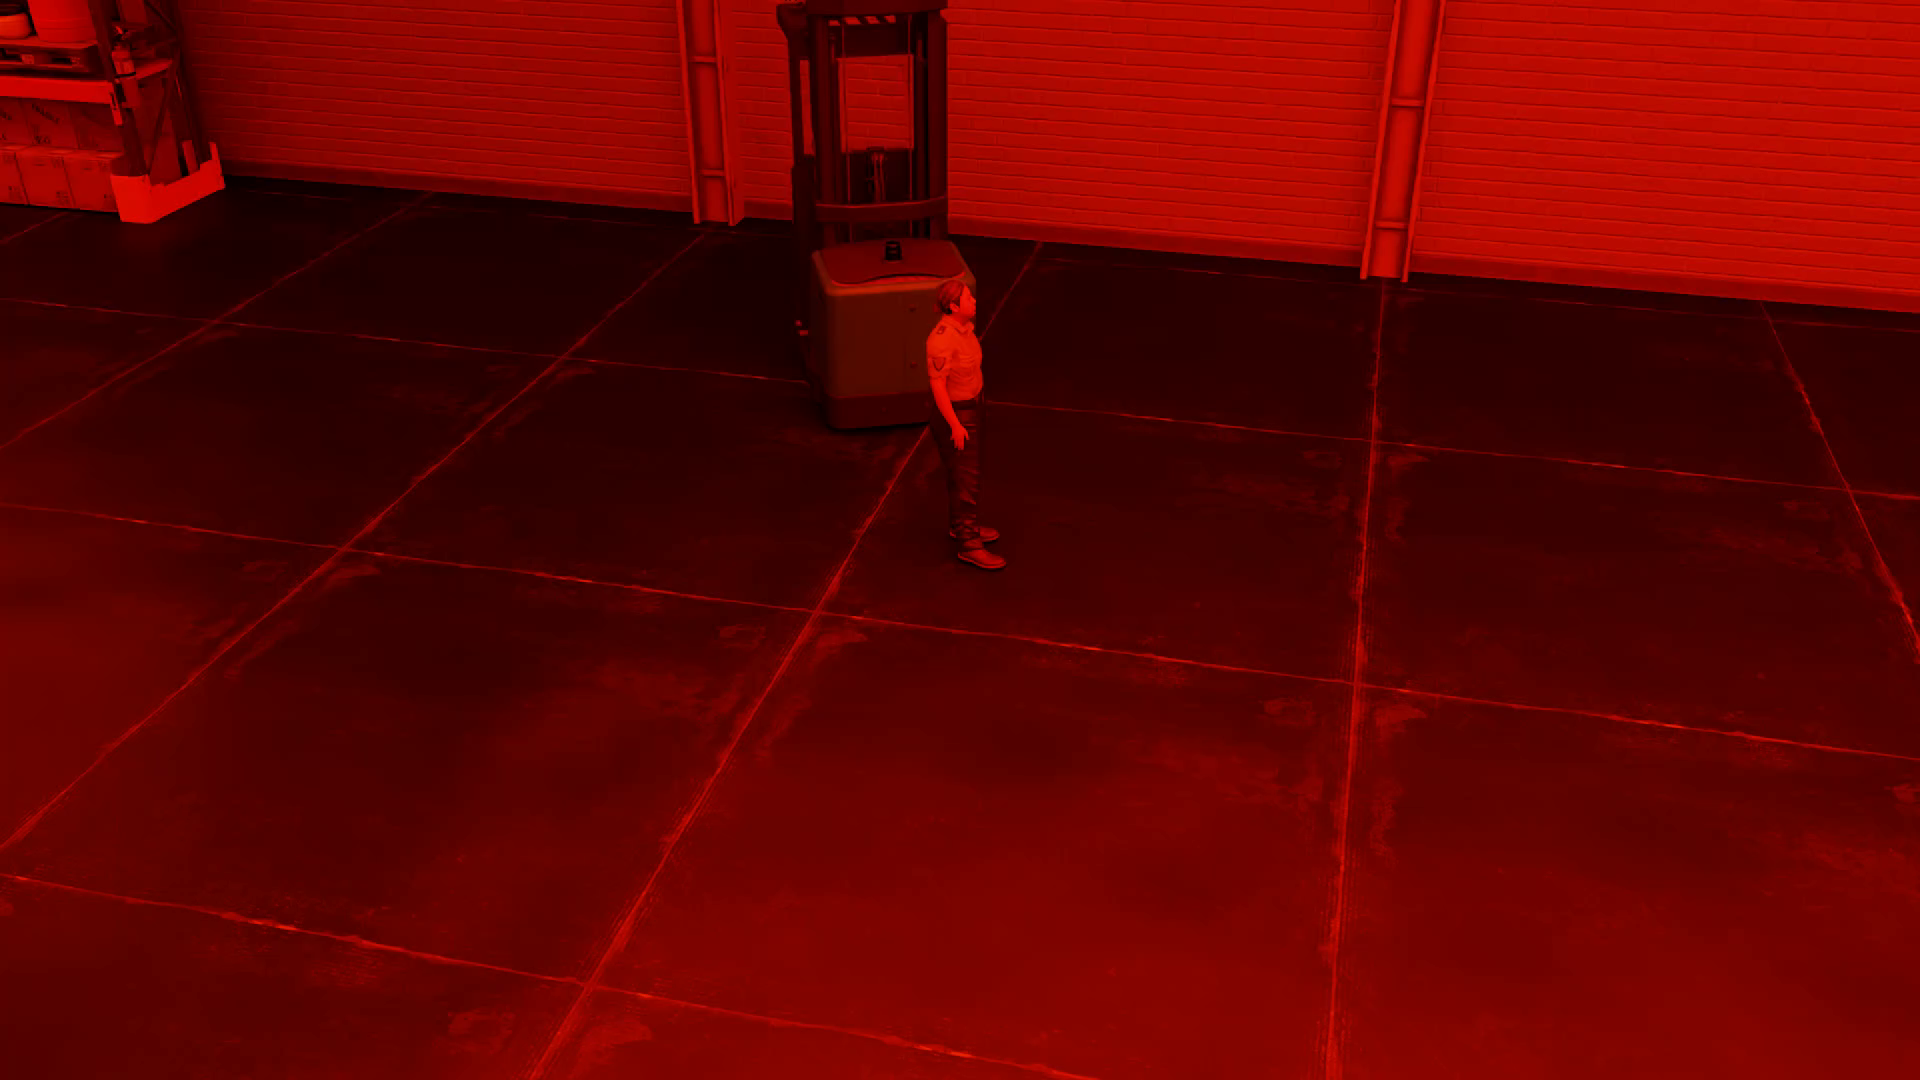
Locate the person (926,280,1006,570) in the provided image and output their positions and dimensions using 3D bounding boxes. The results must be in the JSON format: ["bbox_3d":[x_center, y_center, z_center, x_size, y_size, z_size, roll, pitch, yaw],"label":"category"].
[{"bbox_3d":[0.082,-0.701,9.696,0.502,1.651,0.598,7,30,12],"label":"person"}]

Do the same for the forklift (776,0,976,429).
[{"bbox_3d":[-0.682,-2.740,12.005,1.130,2.935,3.031,-6,30,-10],"label":"forklift"}]
